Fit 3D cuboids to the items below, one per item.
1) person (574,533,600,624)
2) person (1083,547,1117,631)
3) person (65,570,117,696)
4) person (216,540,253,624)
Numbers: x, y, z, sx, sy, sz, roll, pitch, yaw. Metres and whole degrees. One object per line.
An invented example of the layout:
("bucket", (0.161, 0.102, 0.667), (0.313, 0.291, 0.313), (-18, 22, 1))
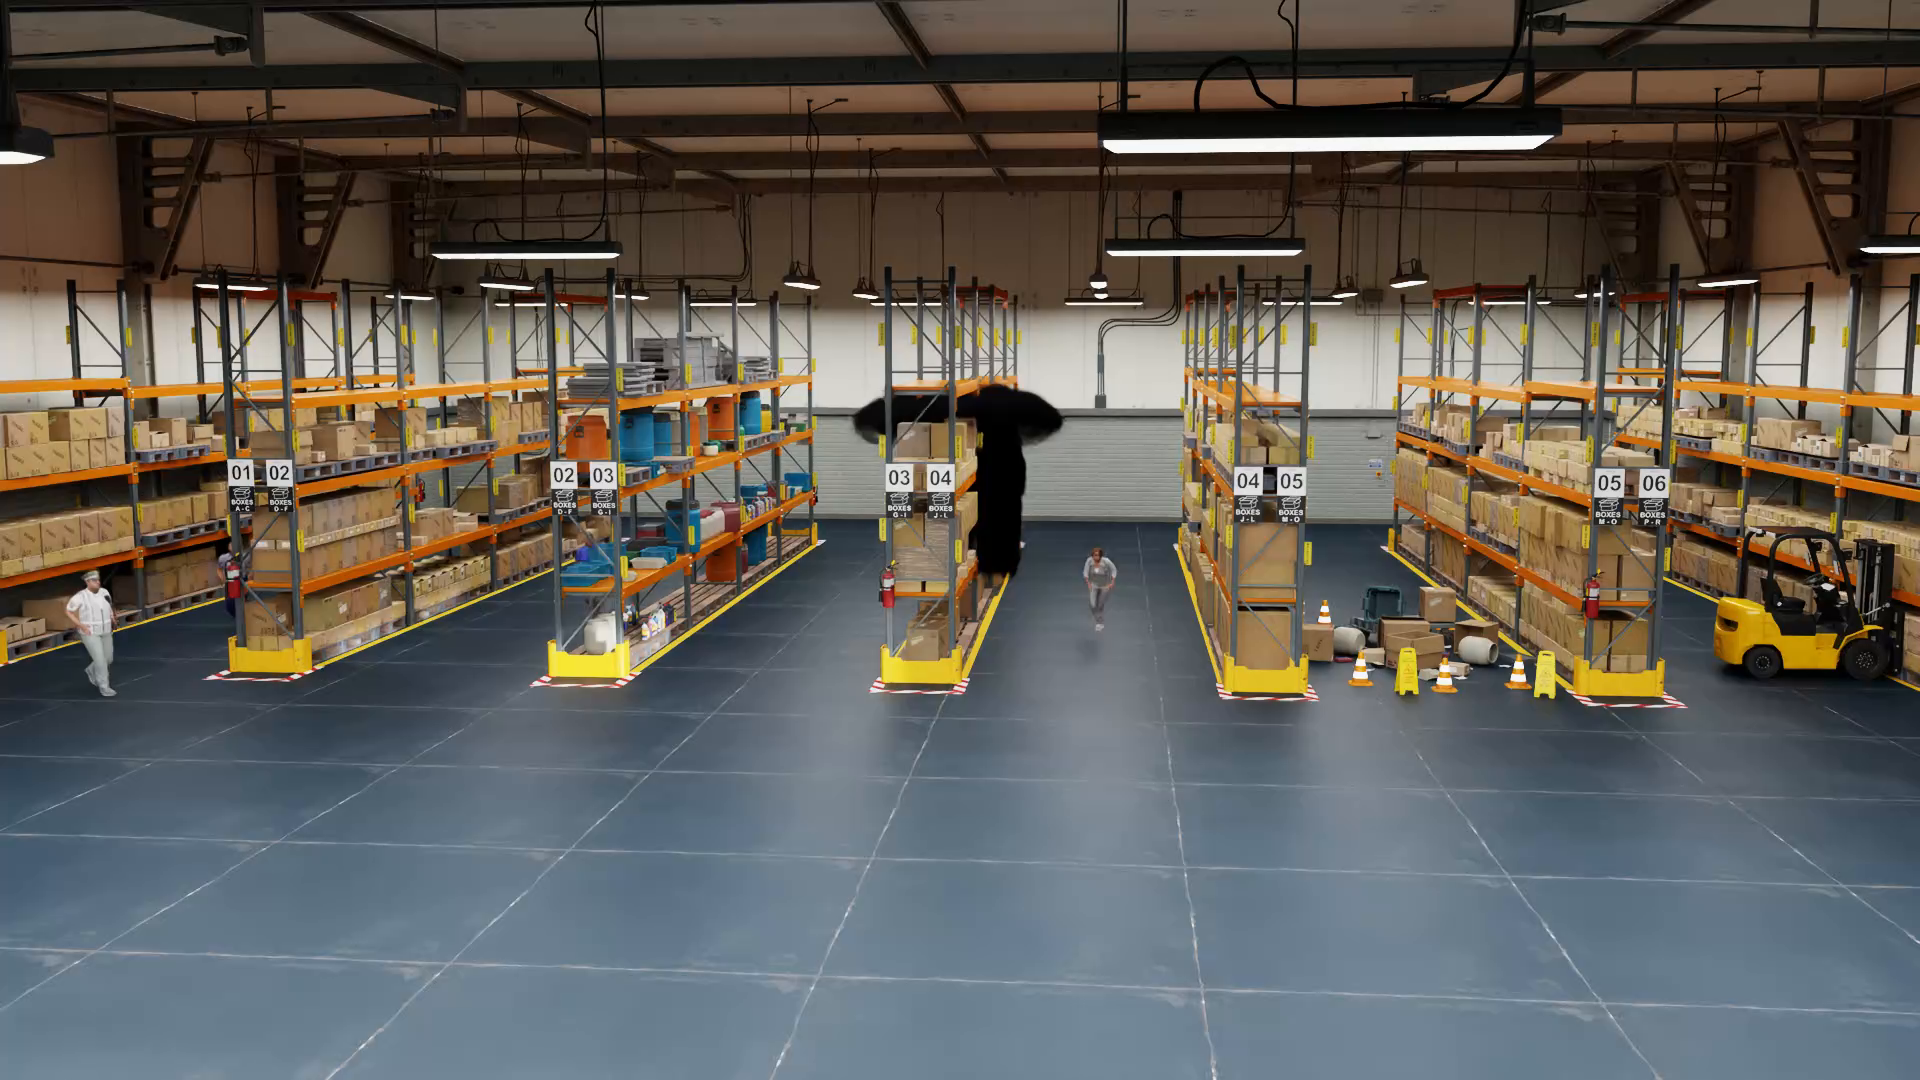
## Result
("person", (-6.472, 0.663, 29.294), (0.574, 1.609, 0.742), (1, 7, 4))
("person", (2.314, 0.786, 27.442), (0.554, 1.424, 0.846), (1, 7, 9))
("person", (-12.211, 1.298, 23.429), (0.759, 1.778, 0.679), (4, 8, 28))
("person", (-12.411, 0.771, 28.525), (0.607, 1.582, 0.587), (-2, 7, -14))
